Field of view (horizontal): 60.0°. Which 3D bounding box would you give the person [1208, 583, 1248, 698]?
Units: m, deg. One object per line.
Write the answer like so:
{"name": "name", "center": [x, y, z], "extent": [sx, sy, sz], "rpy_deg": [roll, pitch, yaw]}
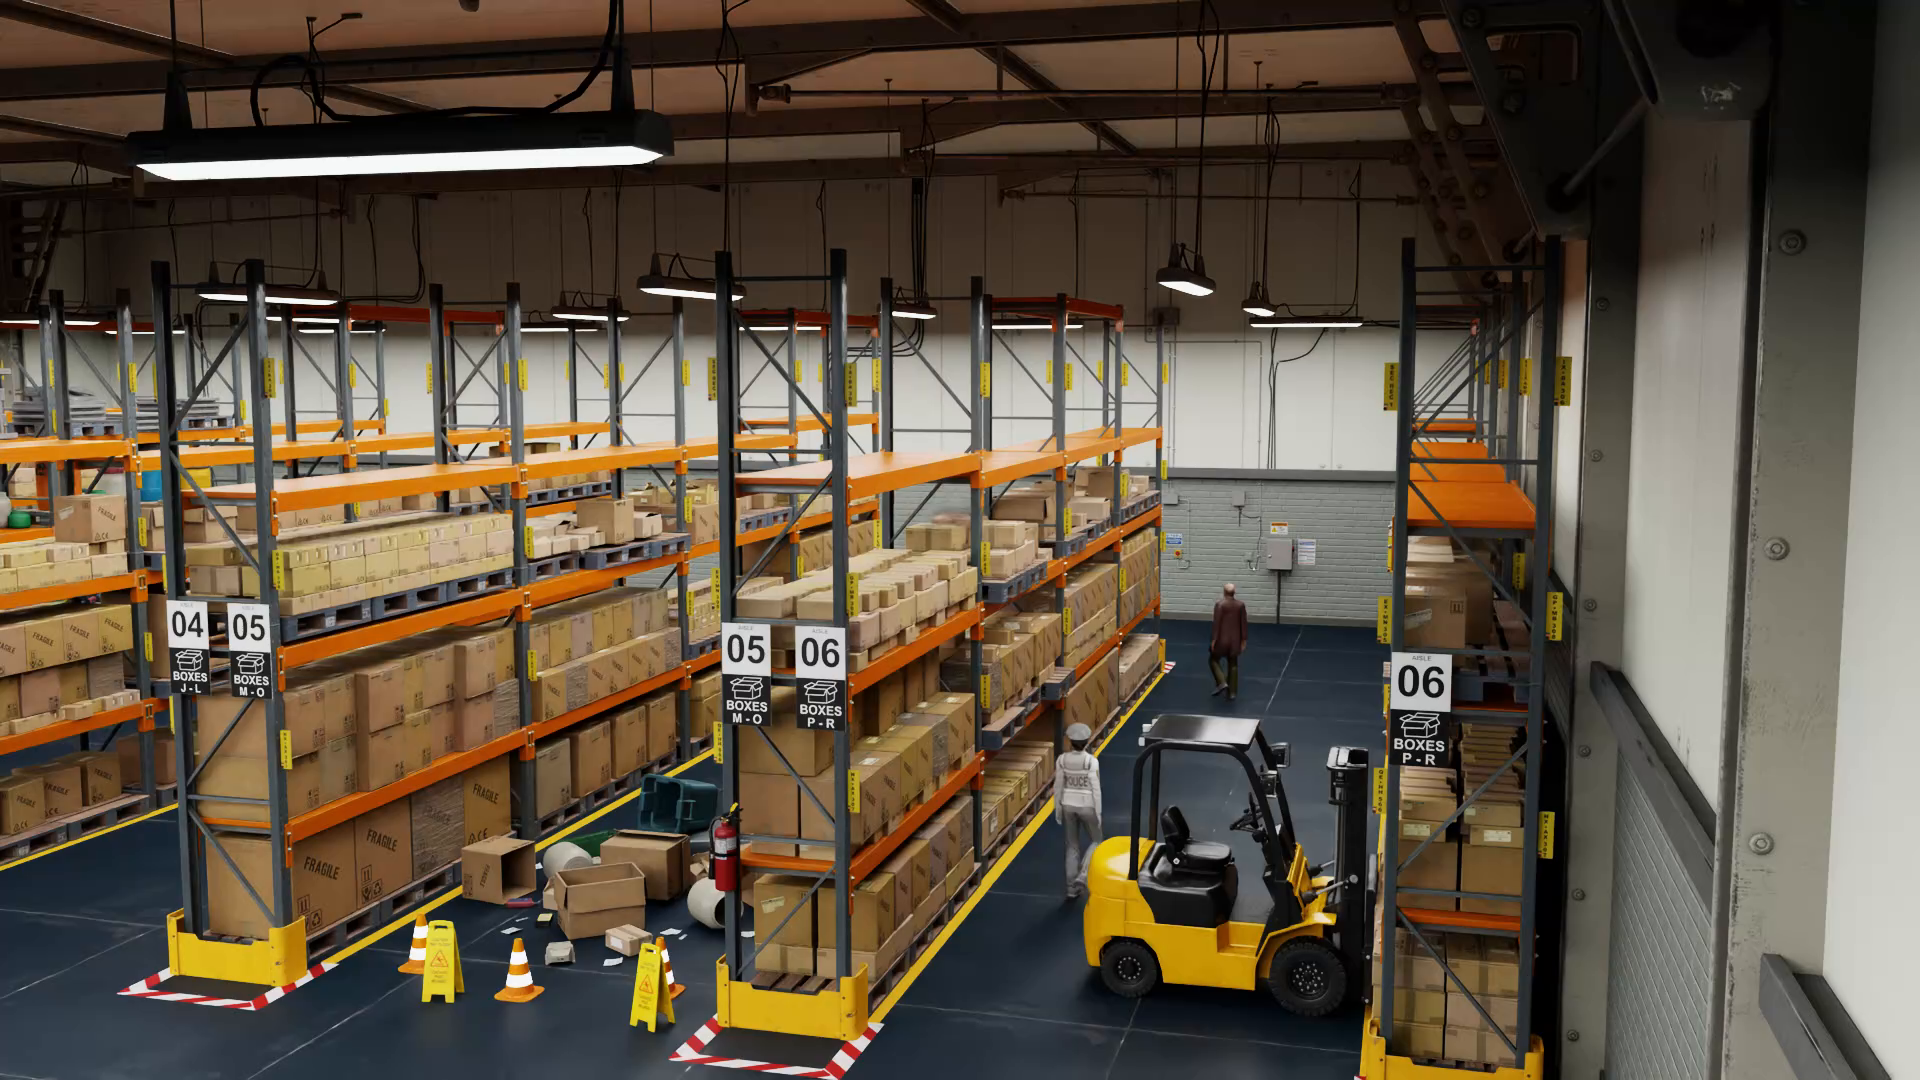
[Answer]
{"name": "person", "center": [4.163, 1.557, 25.740], "extent": [0.638, 1.779, 0.529], "rpy_deg": [-2, 6, -16]}

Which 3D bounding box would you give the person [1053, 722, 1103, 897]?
{"name": "person", "center": [1.139, 2.618, 16.140], "extent": [0.519, 1.685, 0.448], "rpy_deg": [3, 7, 24]}
